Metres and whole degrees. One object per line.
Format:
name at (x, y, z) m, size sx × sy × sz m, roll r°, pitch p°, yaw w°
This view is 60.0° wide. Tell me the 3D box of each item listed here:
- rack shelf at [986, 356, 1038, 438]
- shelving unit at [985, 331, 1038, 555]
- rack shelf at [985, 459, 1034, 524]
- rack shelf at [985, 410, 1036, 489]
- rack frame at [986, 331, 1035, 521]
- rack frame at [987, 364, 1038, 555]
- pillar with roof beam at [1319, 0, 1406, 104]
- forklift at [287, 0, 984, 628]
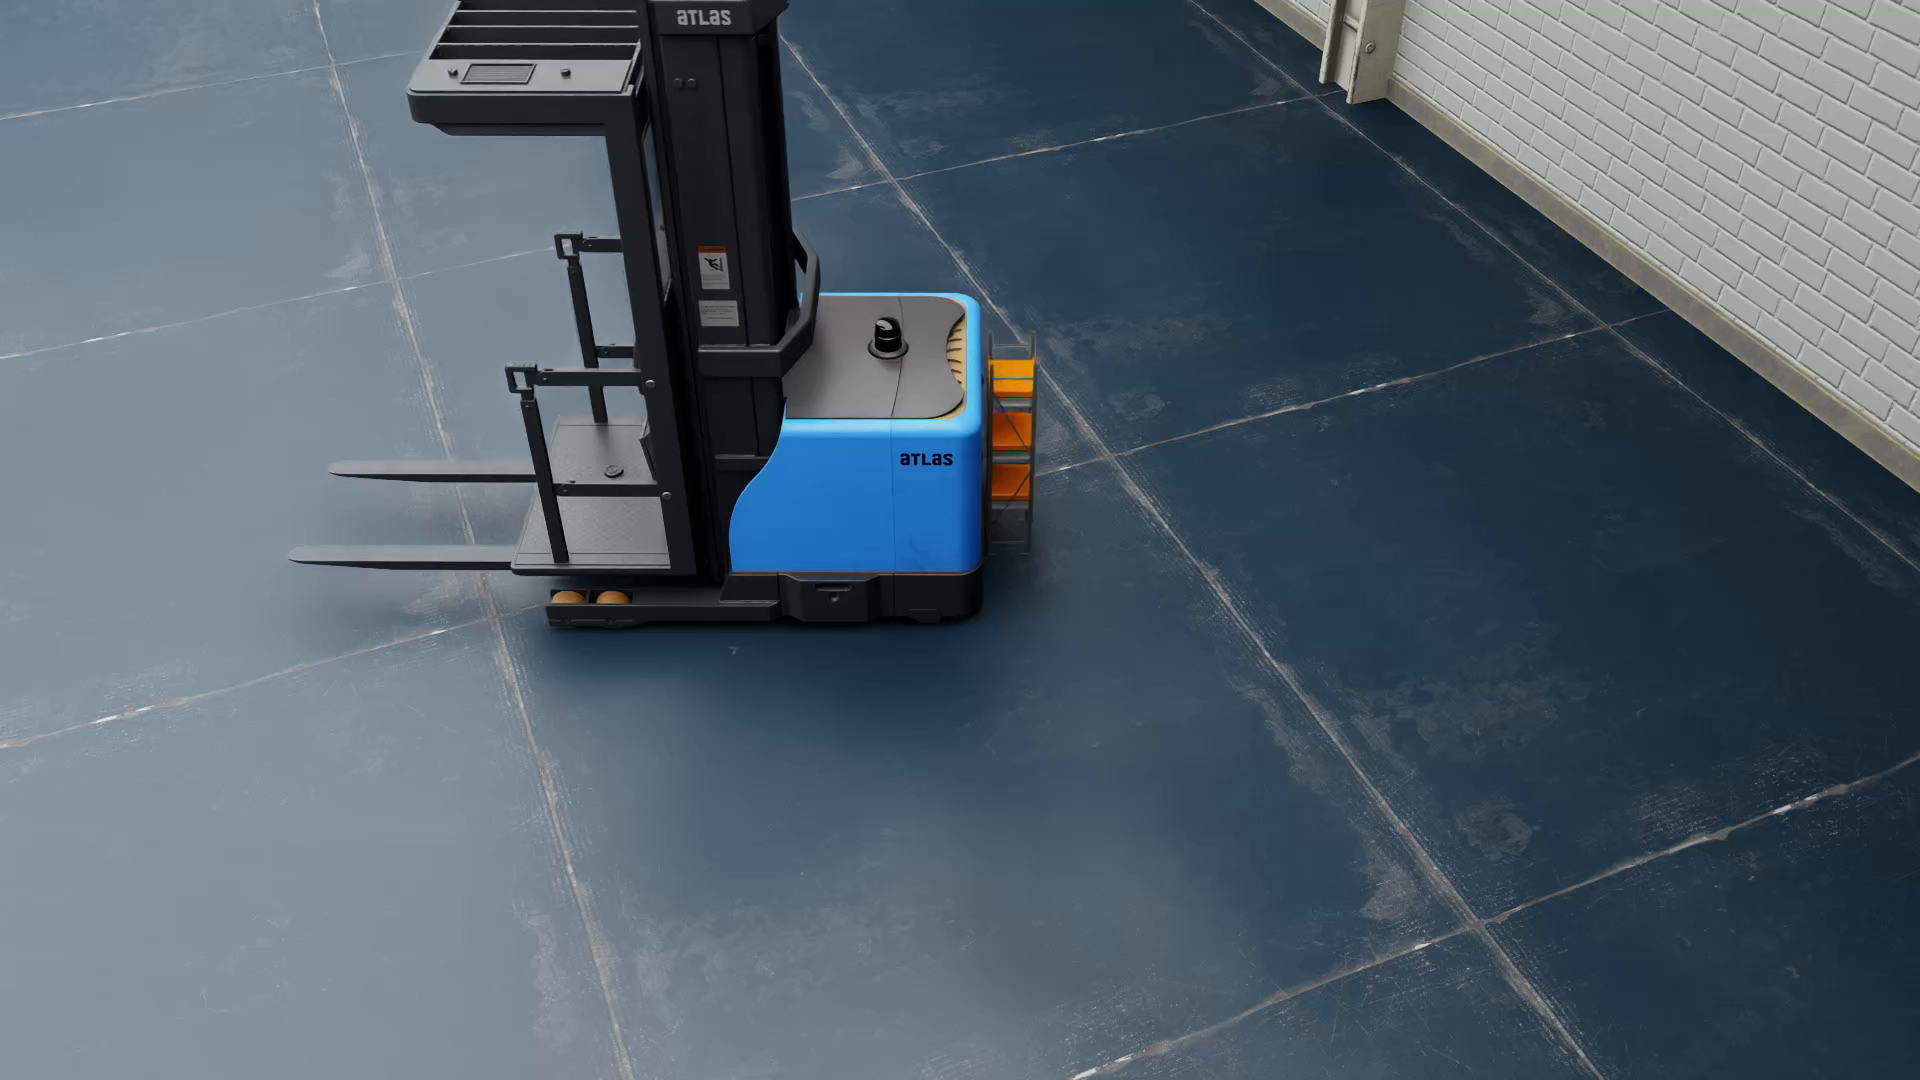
rack shelf at (0.222, -0.617, 7.162) m, size 0.215 × 0.259 × 0.240 m, roll 0°, pitch 41°, yaw 0°
shelving unit at (0.222, -0.410, 7.341) m, size 0.215 × 1.050 × 0.252 m, roll 0°, pitch 41°, yaw 0°
rack shelf at (0.222, -0.192, 7.529) m, size 0.215 × 0.259 × 0.240 m, roll 0°, pitch 41°, yaw 0°
rack shelf at (0.222, -0.402, 7.347) m, size 0.215 × 0.259 × 0.240 m, roll 0°, pitch 41°, yaw 0°
rack frame at (0.221, -0.490, 7.433) m, size 0.200 × 1.050 × 0.008 m, roll 0°, pitch 41°, yaw 0°
rack frame at (0.223, -0.331, 7.248) m, size 0.200 × 1.050 × 0.008 m, roll 0°, pitch 41°, yaw 0°
pillar with roof beam at (-1.323, -5.384, 7.028) m, size 9.100 × 9.000 × 0.400 m, roll -15°, pitch 43°, yaw -17°
forklift at (-1.413, -1.073, 6.669) m, size 3.031 × 2.935 × 1.130 m, roll 0°, pitch 41°, yaw 0°
